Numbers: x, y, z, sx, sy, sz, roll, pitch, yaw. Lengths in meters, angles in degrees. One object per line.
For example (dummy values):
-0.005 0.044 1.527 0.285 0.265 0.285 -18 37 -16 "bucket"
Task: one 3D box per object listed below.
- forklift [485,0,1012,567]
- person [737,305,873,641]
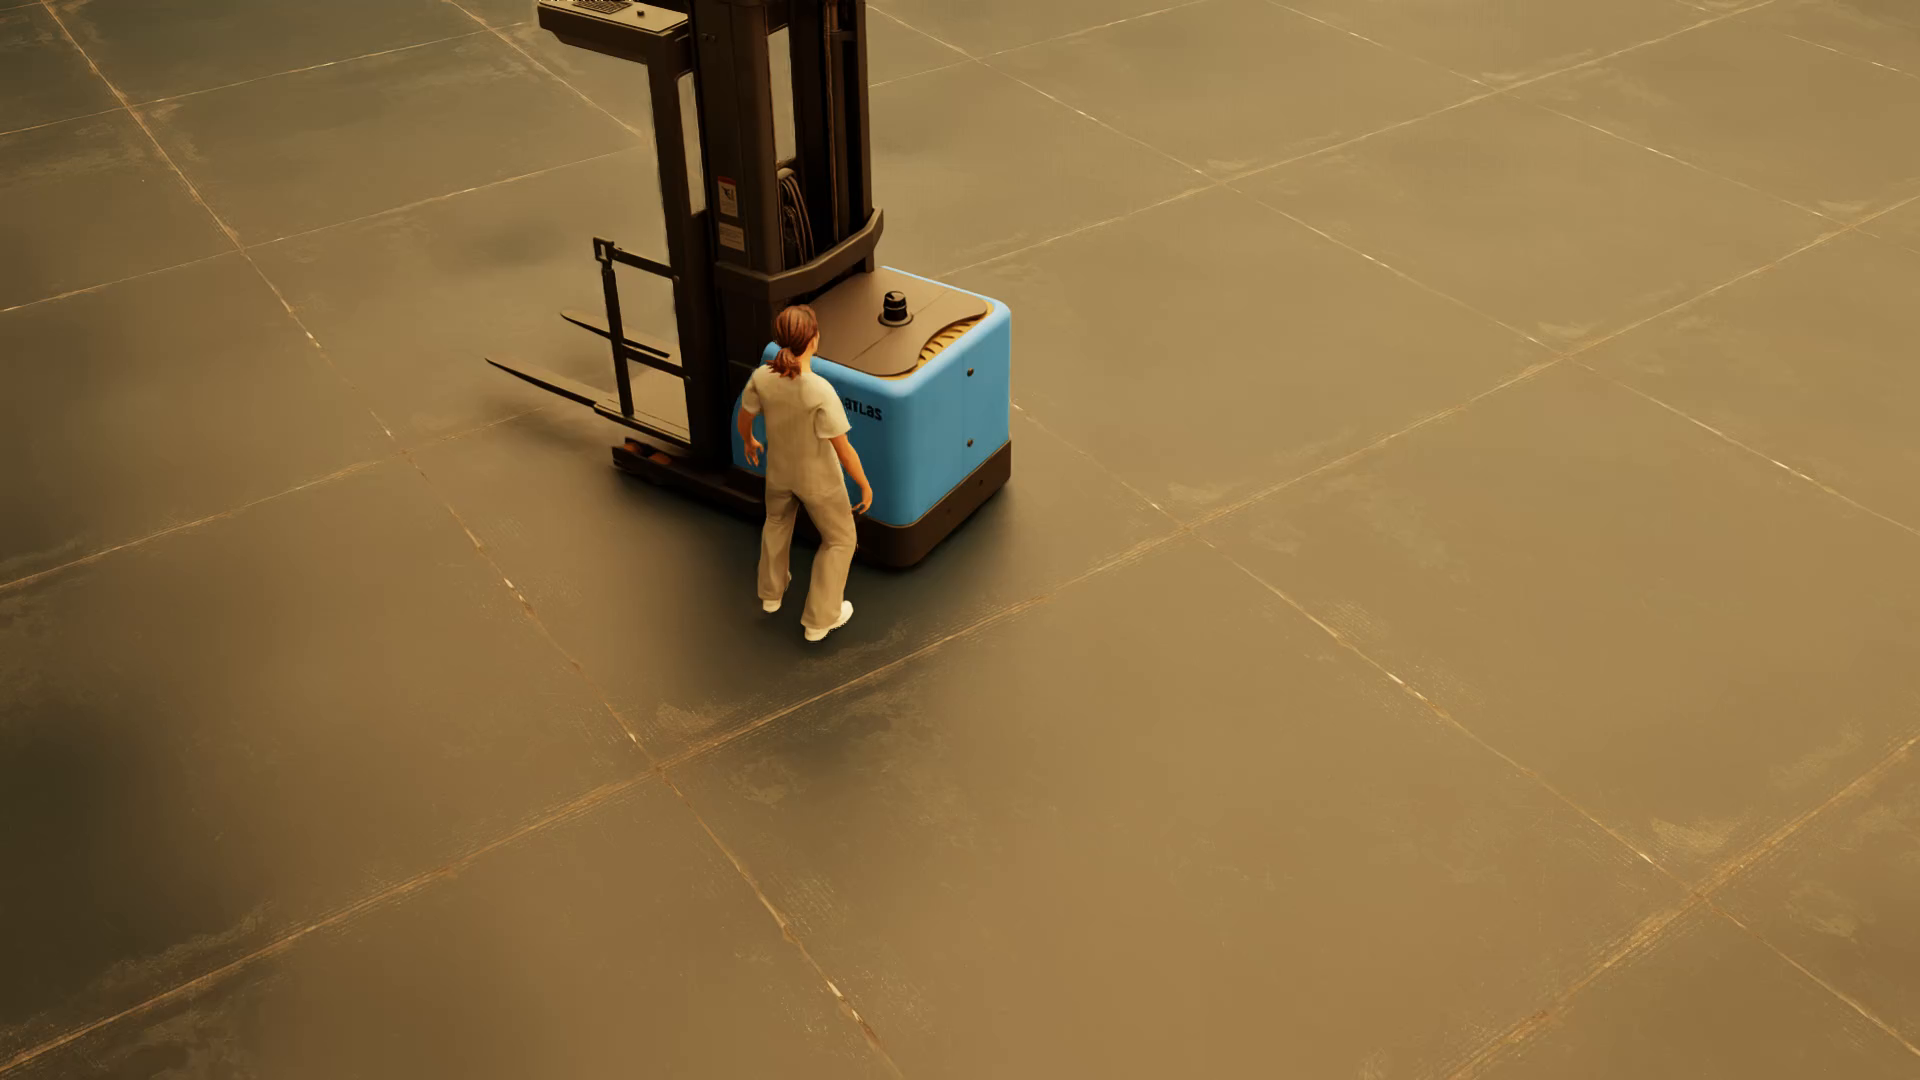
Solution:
-1.248 -1.714 8.263 3.031 2.935 1.130 21 41 26 "forklift"
-0.692 -0.306 7.446 0.684 1.640 0.383 18 40 23 "person"
